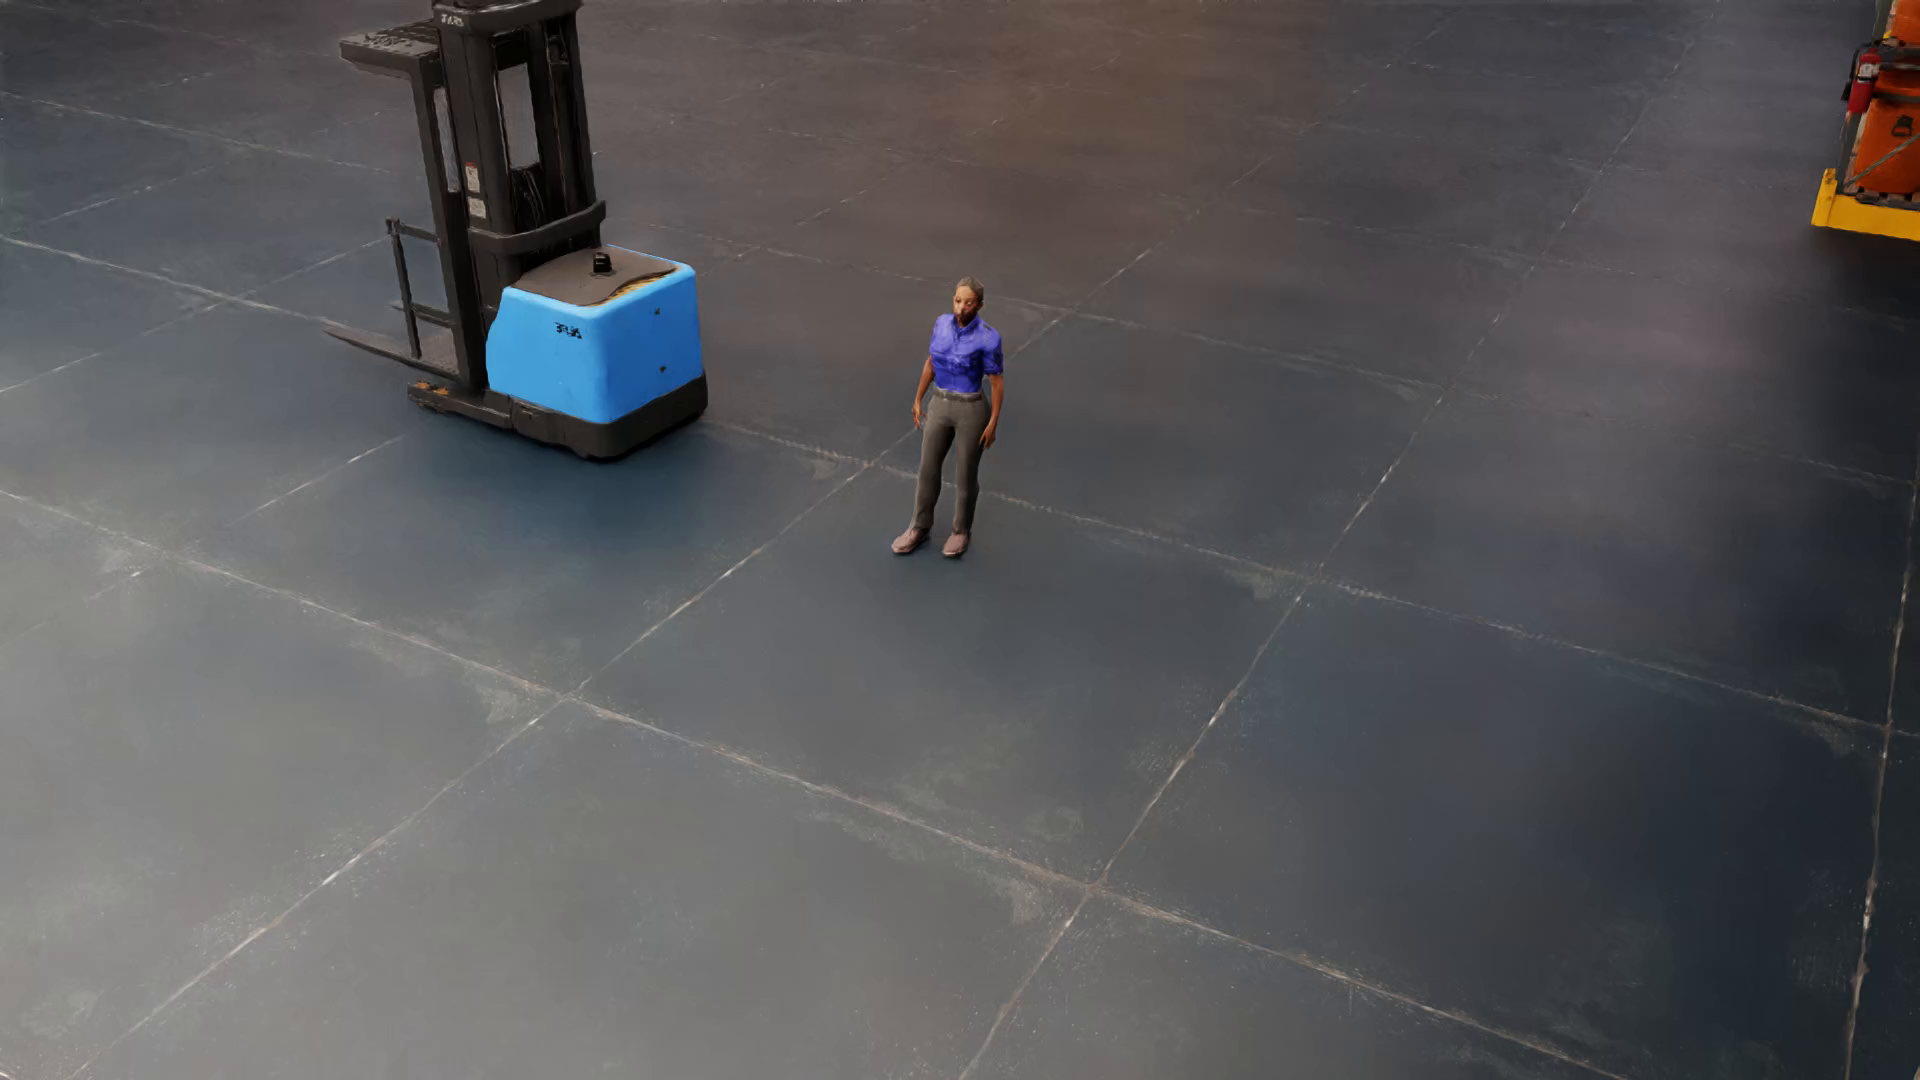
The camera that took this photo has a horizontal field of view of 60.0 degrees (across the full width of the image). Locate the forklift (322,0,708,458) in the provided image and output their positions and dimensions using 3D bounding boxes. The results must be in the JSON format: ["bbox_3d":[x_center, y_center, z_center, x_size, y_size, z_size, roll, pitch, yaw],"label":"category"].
[{"bbox_3d":[-3.253,-2.357,11.155,3.031,2.935,1.130,18,35,28],"label":"forklift"}]

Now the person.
[{"bbox_3d":[-0.060,-0.684,9.530,0.570,1.642,0.503,15,33,25],"label":"person"}]
